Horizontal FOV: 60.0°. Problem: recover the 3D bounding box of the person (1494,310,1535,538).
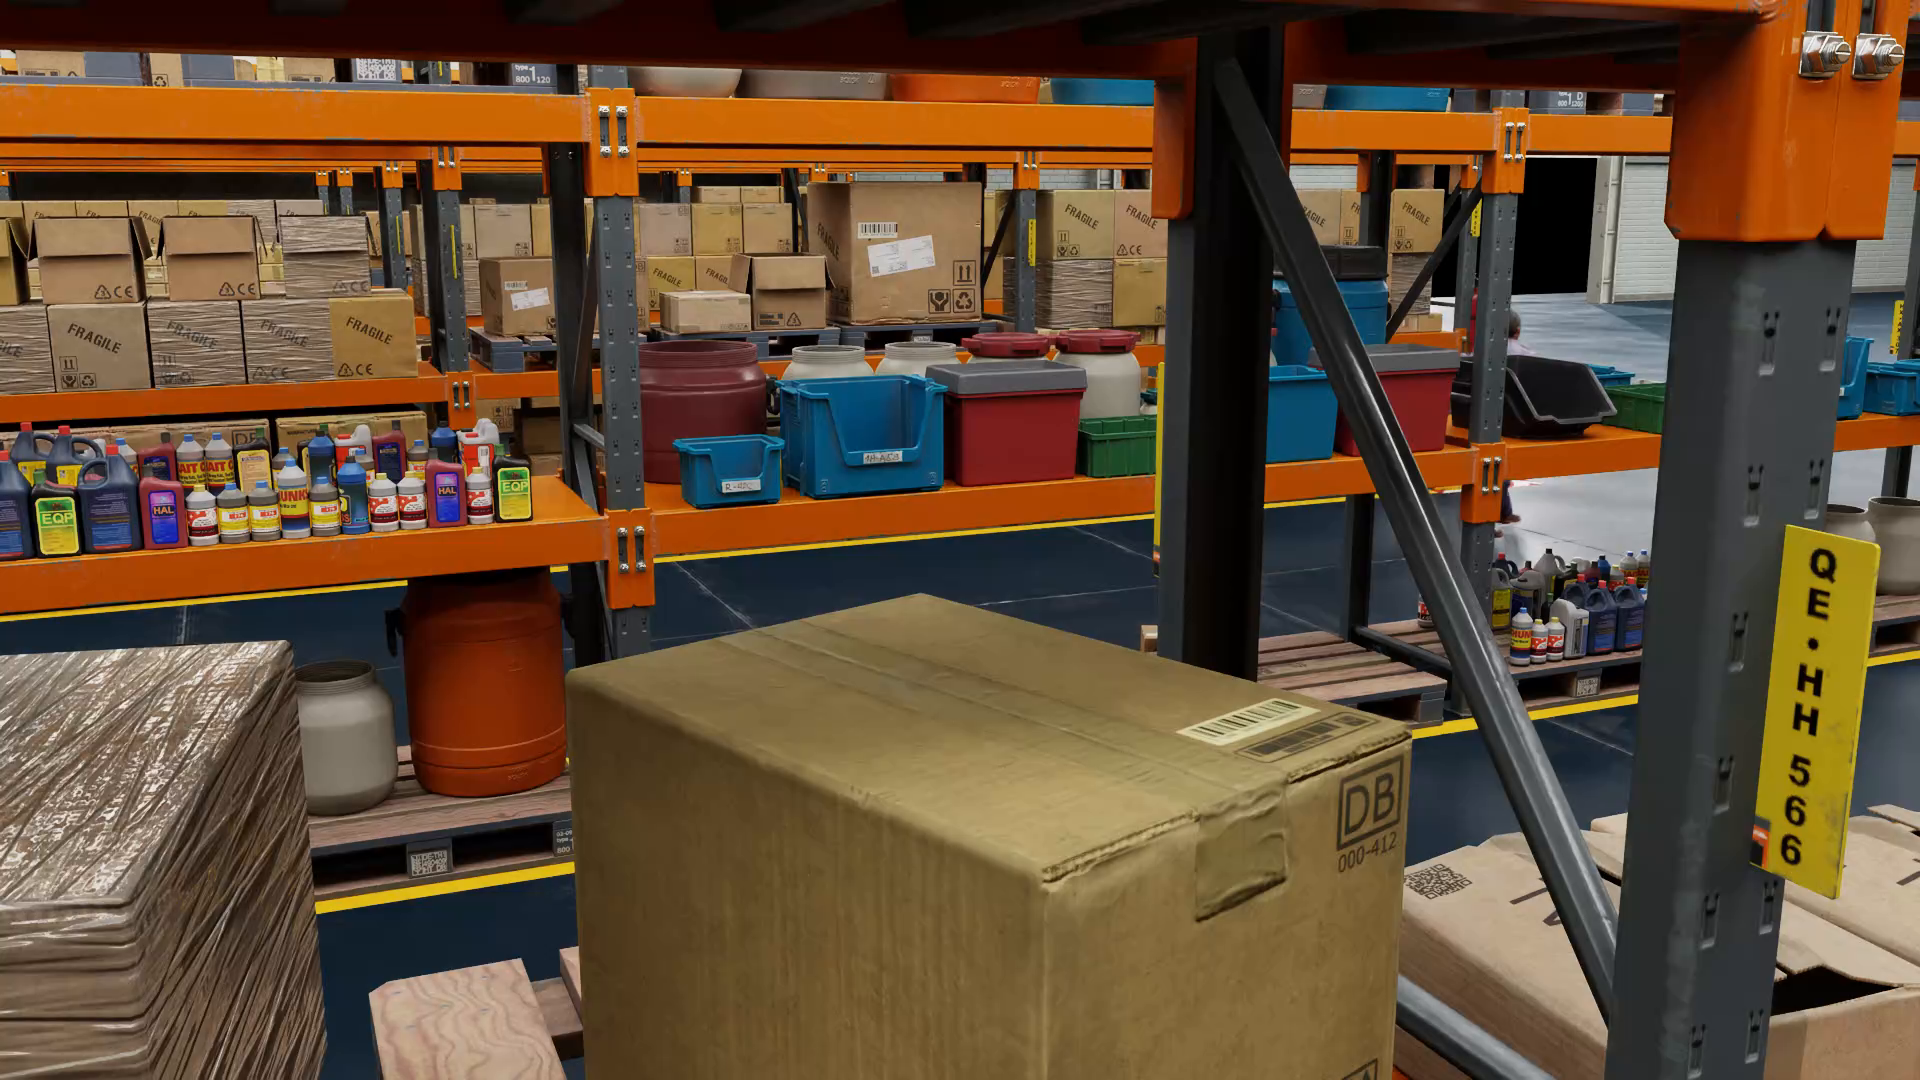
[{"bbox_3d":[3.924,-0.845,11.872,0.943,1.598,0.495,-11,16,-42],"label":"person"}]
